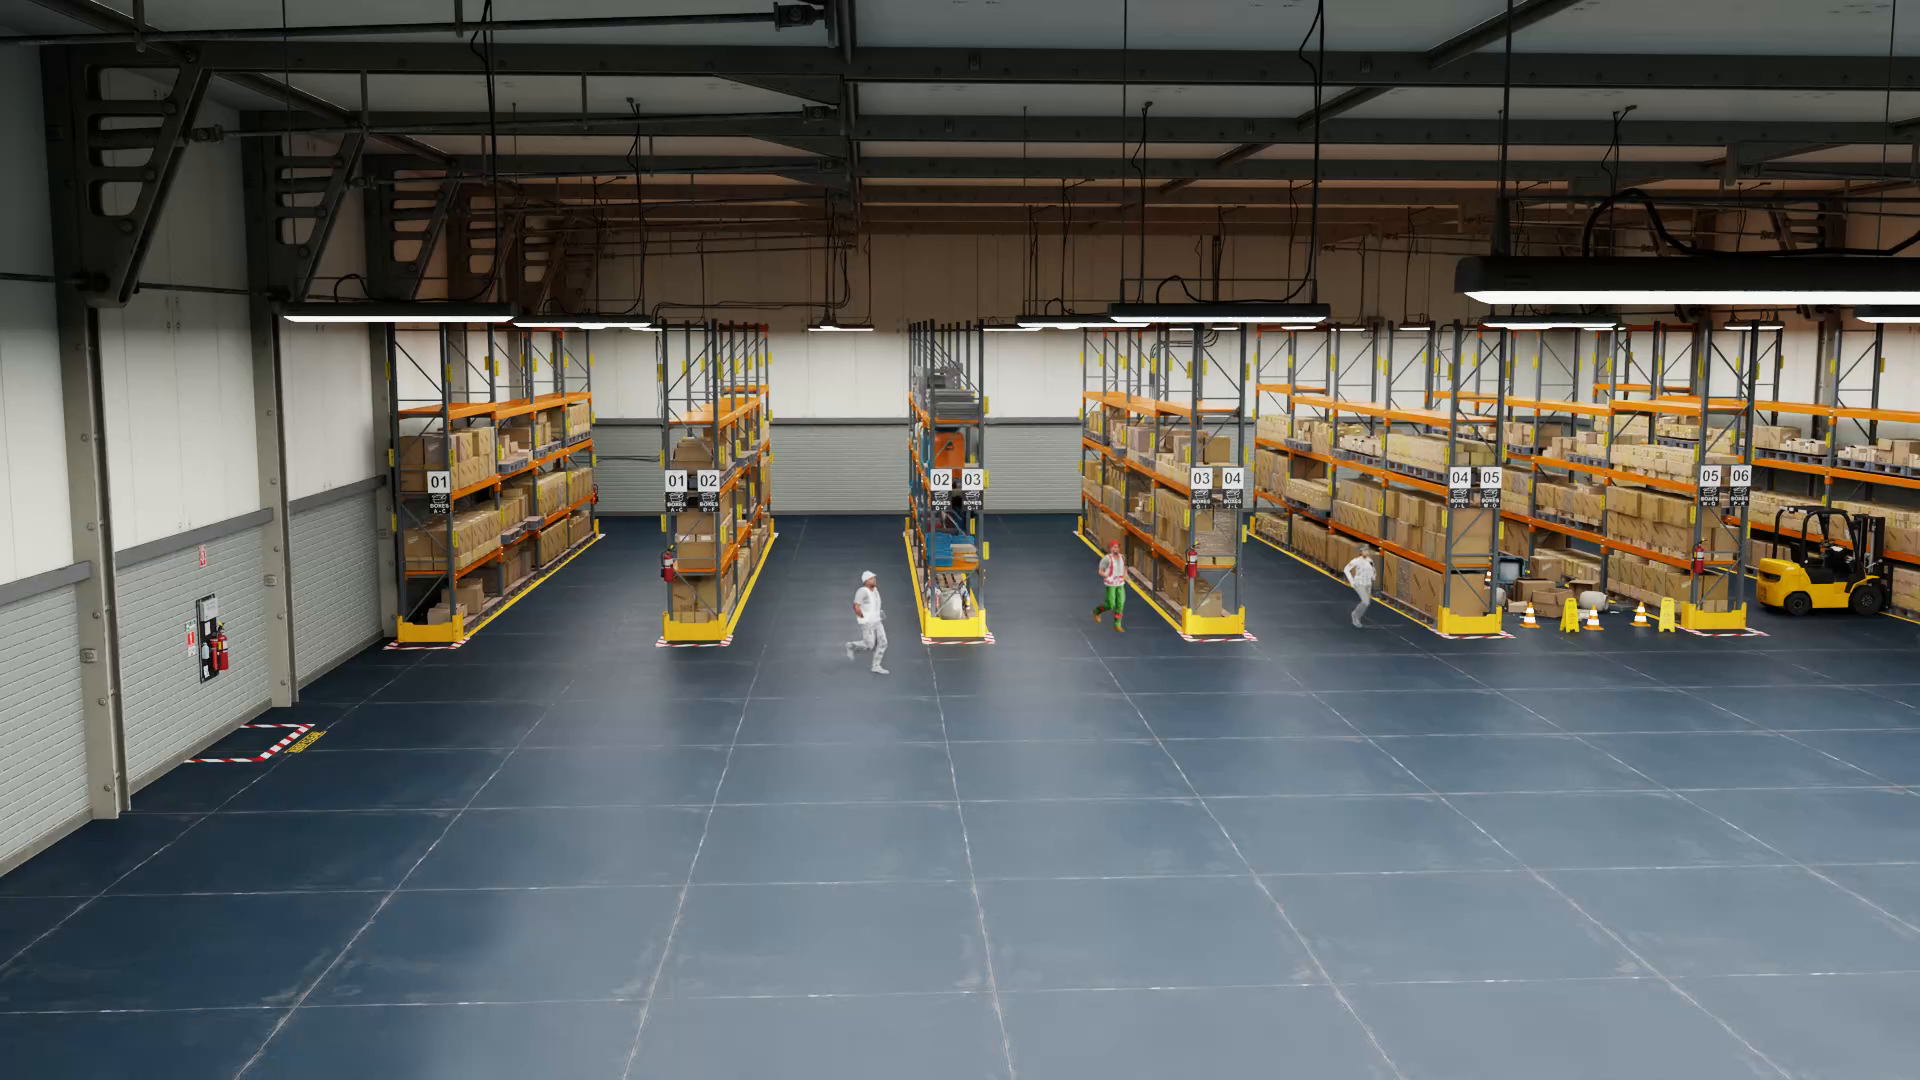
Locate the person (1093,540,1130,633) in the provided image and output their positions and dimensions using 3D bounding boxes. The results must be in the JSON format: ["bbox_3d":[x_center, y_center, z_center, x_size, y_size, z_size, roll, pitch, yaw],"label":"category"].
[{"bbox_3d":[2.965,0.878,32.287,0.669,1.778,0.837,-4,8,-29],"label":"person"}]

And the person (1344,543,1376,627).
[{"bbox_3d":[7.872,0.892,32.435,0.592,1.663,0.598,-3,8,-26],"label":"person"}]

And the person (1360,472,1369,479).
[{"bbox_3d":[12.098,-1.274,50.066,0.558,1.657,0.574,-3,8,-20],"label":"person"}]

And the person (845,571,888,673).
[{"bbox_3d":[-1.579,1.392,28.281,0.769,1.741,0.675,4,8,28],"label":"person"}]
